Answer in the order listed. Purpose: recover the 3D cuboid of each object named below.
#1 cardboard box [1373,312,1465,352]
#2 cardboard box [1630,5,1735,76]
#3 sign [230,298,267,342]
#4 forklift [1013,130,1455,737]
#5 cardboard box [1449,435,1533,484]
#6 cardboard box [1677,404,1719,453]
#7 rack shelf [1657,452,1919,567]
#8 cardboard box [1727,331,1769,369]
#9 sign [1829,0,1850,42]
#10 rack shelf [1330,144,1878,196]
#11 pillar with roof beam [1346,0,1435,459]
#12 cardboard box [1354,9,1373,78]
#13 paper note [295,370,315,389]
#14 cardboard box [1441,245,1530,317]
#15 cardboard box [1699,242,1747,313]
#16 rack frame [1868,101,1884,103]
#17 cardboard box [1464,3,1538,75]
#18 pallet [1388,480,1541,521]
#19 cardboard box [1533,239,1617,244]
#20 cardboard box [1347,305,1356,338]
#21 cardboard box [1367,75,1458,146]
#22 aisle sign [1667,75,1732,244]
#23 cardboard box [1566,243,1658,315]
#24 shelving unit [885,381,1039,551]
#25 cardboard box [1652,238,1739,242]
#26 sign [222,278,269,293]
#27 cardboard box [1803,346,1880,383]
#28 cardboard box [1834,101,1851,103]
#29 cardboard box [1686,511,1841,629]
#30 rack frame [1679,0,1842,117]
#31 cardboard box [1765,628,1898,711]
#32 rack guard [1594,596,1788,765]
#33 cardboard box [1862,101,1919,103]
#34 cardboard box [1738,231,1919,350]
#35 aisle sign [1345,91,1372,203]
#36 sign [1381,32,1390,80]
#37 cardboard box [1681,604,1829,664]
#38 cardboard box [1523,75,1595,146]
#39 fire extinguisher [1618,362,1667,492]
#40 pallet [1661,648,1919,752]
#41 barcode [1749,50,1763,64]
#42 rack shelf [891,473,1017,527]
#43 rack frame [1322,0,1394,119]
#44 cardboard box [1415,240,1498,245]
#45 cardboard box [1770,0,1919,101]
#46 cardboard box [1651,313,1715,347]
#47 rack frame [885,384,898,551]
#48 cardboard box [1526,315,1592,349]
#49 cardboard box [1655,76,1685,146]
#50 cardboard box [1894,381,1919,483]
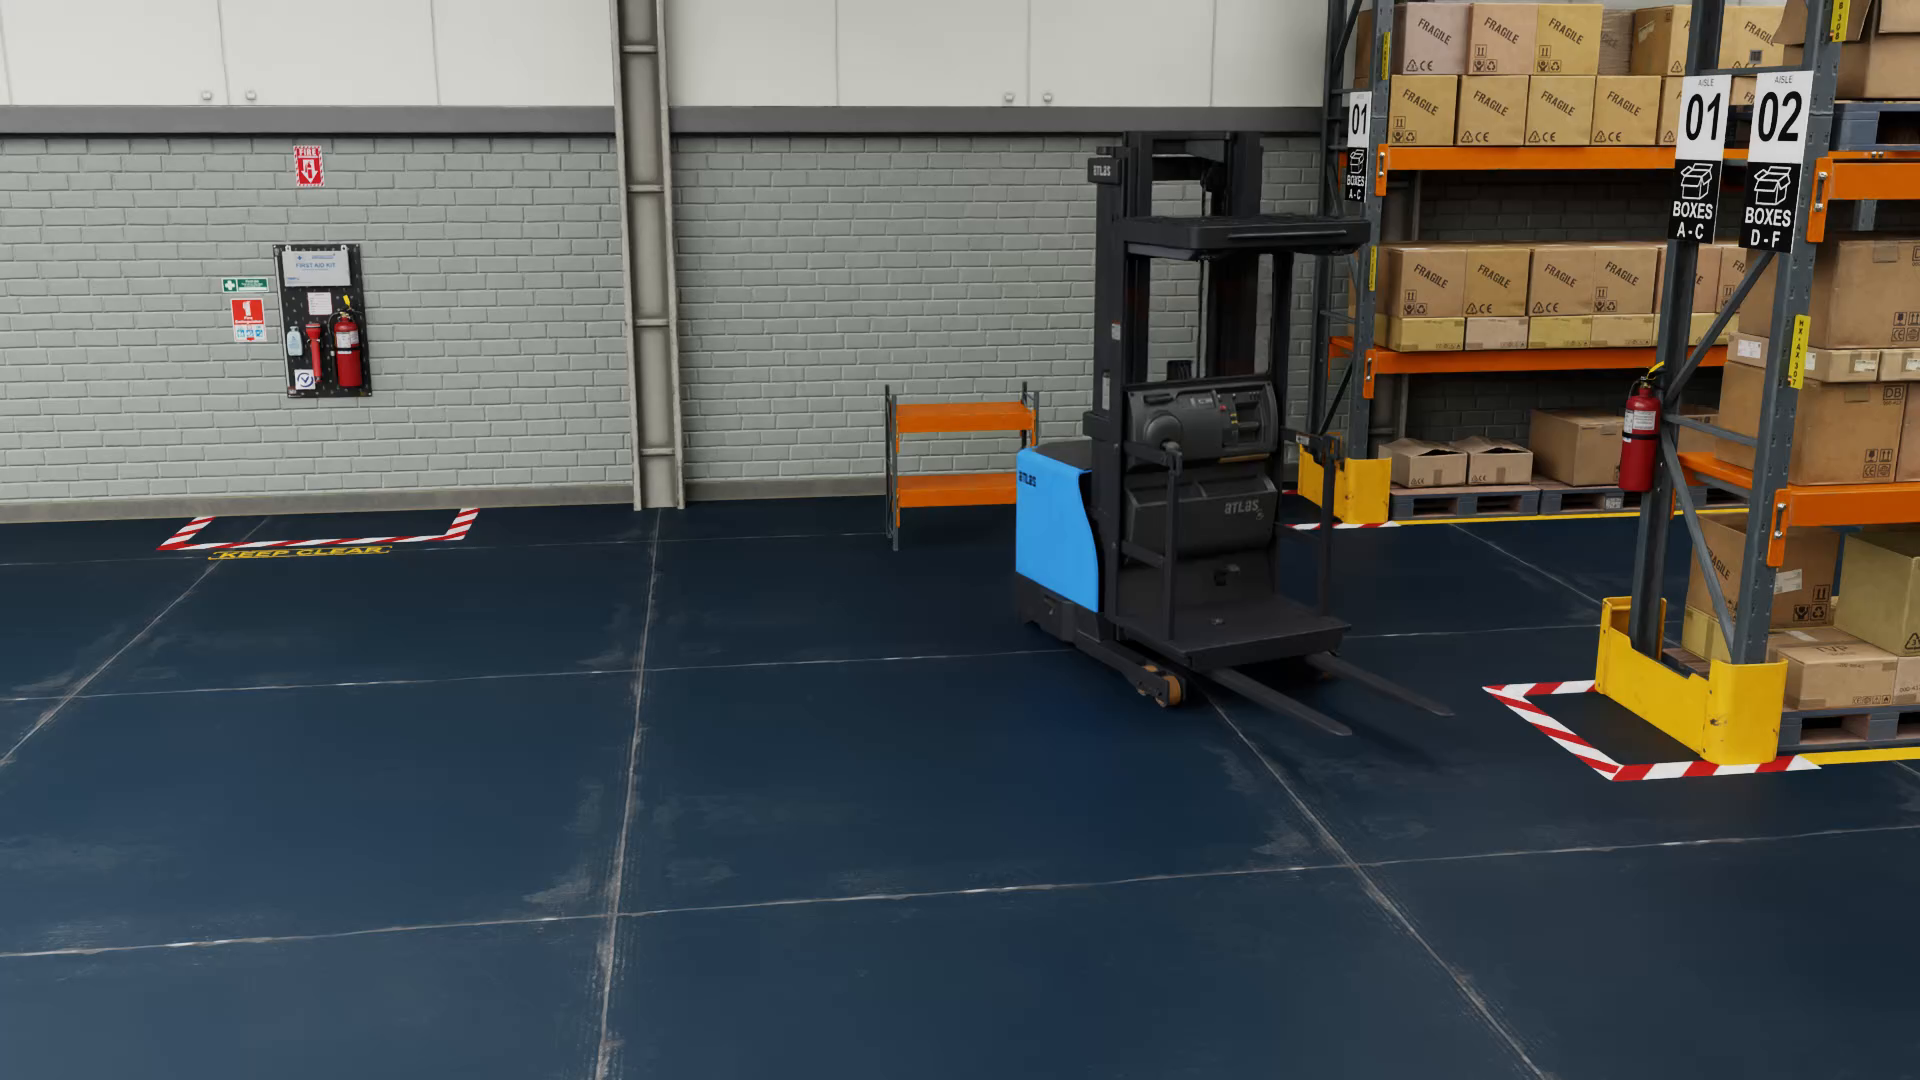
[{"bbox_3d":[3.495,-1.595,12.681,0.500,0.250,0.500,-3,14,-10],"label":"cardboard box"},{"bbox_3d":[5.411,-3.732,12.469,0.500,0.500,0.500,-3,14,-10],"label":"cardboard box"},{"bbox_3d":[-5.416,-1.674,12.658,0.234,0.329,0.001,-2,14,-8],"label":"sign"},{"bbox_3d":[1.418,-0.666,8.853,1.130,2.935,3.031,-7,16,-25],"label":"forklift"},{"bbox_3d":[4.227,-0.650,13.269,0.500,0.311,0.500,-1,14,-4],"label":"cardboard box"},{"bbox_3d":[5.900,-0.815,13.540,0.500,0.500,0.500,-3,14,-13],"label":"cardboard box"},{"bbox_3d":[5.685,-0.249,8.525,4.000,0.370,1.077,-2,14,-8],"label":"rack shelf"},{"bbox_3d":[4.057,-0.948,8.296,0.250,0.149,0.380,-2,14,-9],"label":"cardboard box"},{"bbox_3d":[3.784,-2.309,7.135,0.005,0.325,0.100,-2,14,-8],"label":"sign"},{"bbox_3d":[4.943,-2.895,12.911,4.000,0.370,1.077,-2,14,-8],"label":"rack shelf"},{"bbox_3d":[4.170,-3.824,8.972,0.400,9.000,9.100,-2,14,-8],"label":"pillar with roof beam"},{"bbox_3d":[3.353,-3.793,12.712,0.500,0.500,0.500,-1,14,-6],"label":"cardboard box"},{"bbox_3d":[-5.039,-1.235,12.791,0.142,0.148,0.016,-2,14,-8],"label":"paper note"},{"bbox_3d":[3.973,-1.978,12.667,0.500,0.500,0.500,-2,14,-8],"label":"cardboard box"},{"bbox_3d":[6.007,-2.051,12.960,0.500,0.500,0.500,-2,14,-9],"label":"cardboard box"},{"bbox_3d":[6.921,-4.771,12.748,0.127,3.000,1.000,-2,14,-8],"label":"rack frame"},{"bbox_3d":[3.886,-3.676,12.245,0.500,0.500,0.500,-2,14,-9],"label":"cardboard box"},{"bbox_3d":[3.849,-0.388,13.333,1.213,0.211,1.003,-2,14,-8],"label":"pallet"},{"bbox_3d":[4.908,-2.139,13.311,0.500,0.500,0.500,-2,14,-8],"label":"cardboard box"},{"bbox_3d":[3.399,-1.717,13.169,0.500,0.250,0.500,-2,14,-7],"label":"cardboard box"},{"bbox_3d":[3.333,-3.182,12.329,0.500,0.500,0.500,-2,14,-7],"label":"cardboard box"},{"bbox_3d":[3.598,-1.854,8.105,0.004,0.787,0.394,-2,14,-8],"label":"aisle sign"},{"bbox_3d":[4.993,-2.016,12.821,0.500,0.500,0.500,-2,14,-7],"label":"cardboard box"},{"bbox_3d":[0.007,-0.546,12.086,1.048,1.125,0.538,-2,14,-8],"label":"shelving unit"},{"bbox_3d":[5.913,-2.177,13.464,0.500,0.500,0.500,-2,14,-9],"label":"cardboard box"},{"bbox_3d":[-5.410,-1.929,12.585,0.331,0.109,0.001,-2,14,-8],"label":"sign"},{"bbox_3d":[4.127,-0.851,7.908,0.250,0.149,0.380,-2,14,-9],"label":"cardboard box"},{"bbox_3d":[6.456,-3.297,12.788,0.500,0.500,0.500,-2,14,-7],"label":"cardboard box"},{"bbox_3d":[4.193,0.150,8.704,0.500,0.500,0.500,-2,14,-8],"label":"cardboard box"},{"bbox_3d":[3.707,-3.435,7.419,0.127,3.000,1.000,-2,14,-8],"label":"rack frame"},{"bbox_3d":[4.271,0.639,8.296,0.500,0.250,0.500,-2,14,-8],"label":"cardboard box"},{"bbox_3d":[3.683,0.688,8.450,0.348,0.500,1.175,-2,14,-8],"label":"rack guard"},{"bbox_3d":[7.473,-3.569,13.052,0.500,0.500,0.500,0,14,0],"label":"cardboard box"},{"bbox_3d":[4.223,-1.219,8.042,0.500,0.500,0.700,-2,14,-8],"label":"cardboard box"},{"bbox_3d":[2.939,-2.903,12.285,0.004,0.787,0.394,-2,14,-8],"label":"aisle sign"},{"bbox_3d":[3.046,-3.465,11.908,0.005,0.325,0.100,-2,14,-8],"label":"sign"},{"bbox_3d":[4.193,0.514,8.793,0.500,0.250,0.500,-2,14,-8],"label":"cardboard box"},{"bbox_3d":[4.383,-3.212,12.451,0.500,0.500,0.500,-1,14,-6],"label":"cardboard box"},{"bbox_3d":[3.521,-0.595,8.587,0.183,0.674,0.296,-2,14,-8],"label":"fire extinguisher"},{"bbox_3d":[4.457,0.790,8.639,1.213,0.211,1.003,-2,14,-8],"label":"pallet"},{"bbox_3d":[3.934,-2.388,8.220,0.075,0.075,0.001,-2,14,-8],"label":"barcode"},{"bbox_3d":[0.007,-0.309,12.145,1.000,0.278,0.538,-2,14,-8],"label":"rack shelf"},{"bbox_3d":[2.965,-4.626,12.170,0.127,3.000,1.000,-2,14,-8],"label":"rack frame"},{"bbox_3d":[3.899,-2.101,13.160,0.500,0.500,0.500,-2,14,-8],"label":"cardboard box"},{"bbox_3d":[4.276,-2.321,7.782,0.637,0.503,0.797,-1,14,-4],"label":"cardboard box"},{"bbox_3d":[5.509,-1.670,12.983,0.500,0.250,0.500,-2,14,-9],"label":"cardboard box"},{"bbox_3d":[-0.496,-0.527,12.013,0.032,1.125,0.500,-2,14,-8],"label":"rack frame"},{"bbox_3d":[4.511,-1.634,12.838,0.500,0.250,0.500,-2,14,-9],"label":"cardboard box"},{"bbox_3d":[5.414,-3.252,12.611,0.500,0.500,0.500,-3,14,-11],"label":"cardboard box"},{"bbox_3d":[4.689,-0.608,8.272,0.500,0.500,0.700,-2,14,-7],"label":"cardboard box"}]
